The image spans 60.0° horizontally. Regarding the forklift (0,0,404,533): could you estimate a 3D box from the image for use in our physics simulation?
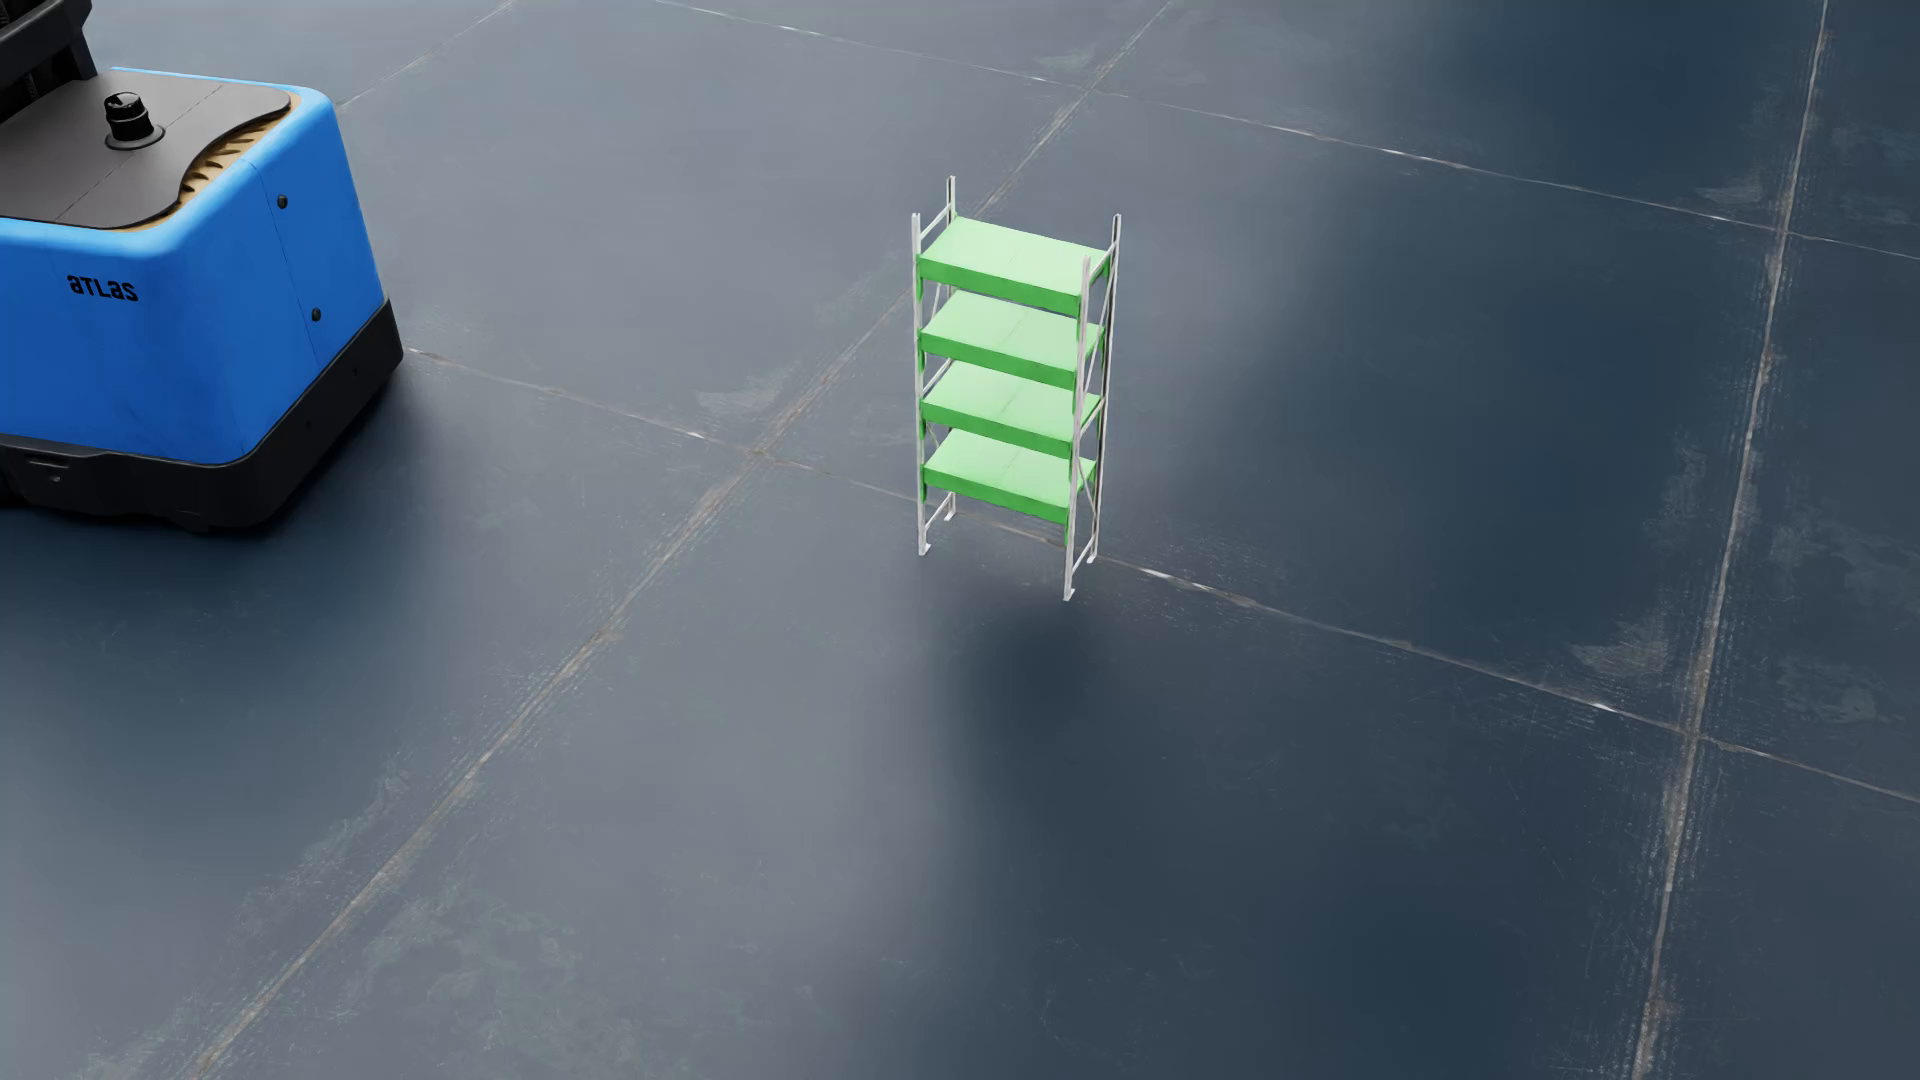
[{"bbox_3d":[-3.542,-1.630,4.893,3.031,2.935,1.130,8,42,10],"label":"forklift"}]

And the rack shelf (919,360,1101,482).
[{"bbox_3d":[0.150,-0.359,4.846,0.480,0.148,0.258,17,44,19],"label":"rack shelf"}]

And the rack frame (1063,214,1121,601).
[{"bbox_3d":[0.371,-0.340,4.726,0.015,1.200,0.240,17,44,19],"label":"rack frame"}]

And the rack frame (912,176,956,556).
[{"bbox_3d":[-0.071,-0.475,4.882,0.015,1.200,0.240,17,44,19],"label":"rack frame"}]

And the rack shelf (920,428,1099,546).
[{"bbox_3d":[0.150,-0.178,5.003,0.480,0.148,0.258,17,44,19],"label":"rack shelf"}]

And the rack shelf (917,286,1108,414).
[{"bbox_3d":[0.150,-0.541,4.689,0.480,0.148,0.258,17,44,19],"label":"rack shelf"}]

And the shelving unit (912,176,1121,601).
[{"bbox_3d":[0.150,-0.408,4.804,0.503,1.200,0.258,17,44,19],"label":"shelving unit"}]

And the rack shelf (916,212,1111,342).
[{"bbox_3d":[0.150,-0.722,4.532,0.480,0.148,0.258,17,44,19],"label":"rack shelf"}]
